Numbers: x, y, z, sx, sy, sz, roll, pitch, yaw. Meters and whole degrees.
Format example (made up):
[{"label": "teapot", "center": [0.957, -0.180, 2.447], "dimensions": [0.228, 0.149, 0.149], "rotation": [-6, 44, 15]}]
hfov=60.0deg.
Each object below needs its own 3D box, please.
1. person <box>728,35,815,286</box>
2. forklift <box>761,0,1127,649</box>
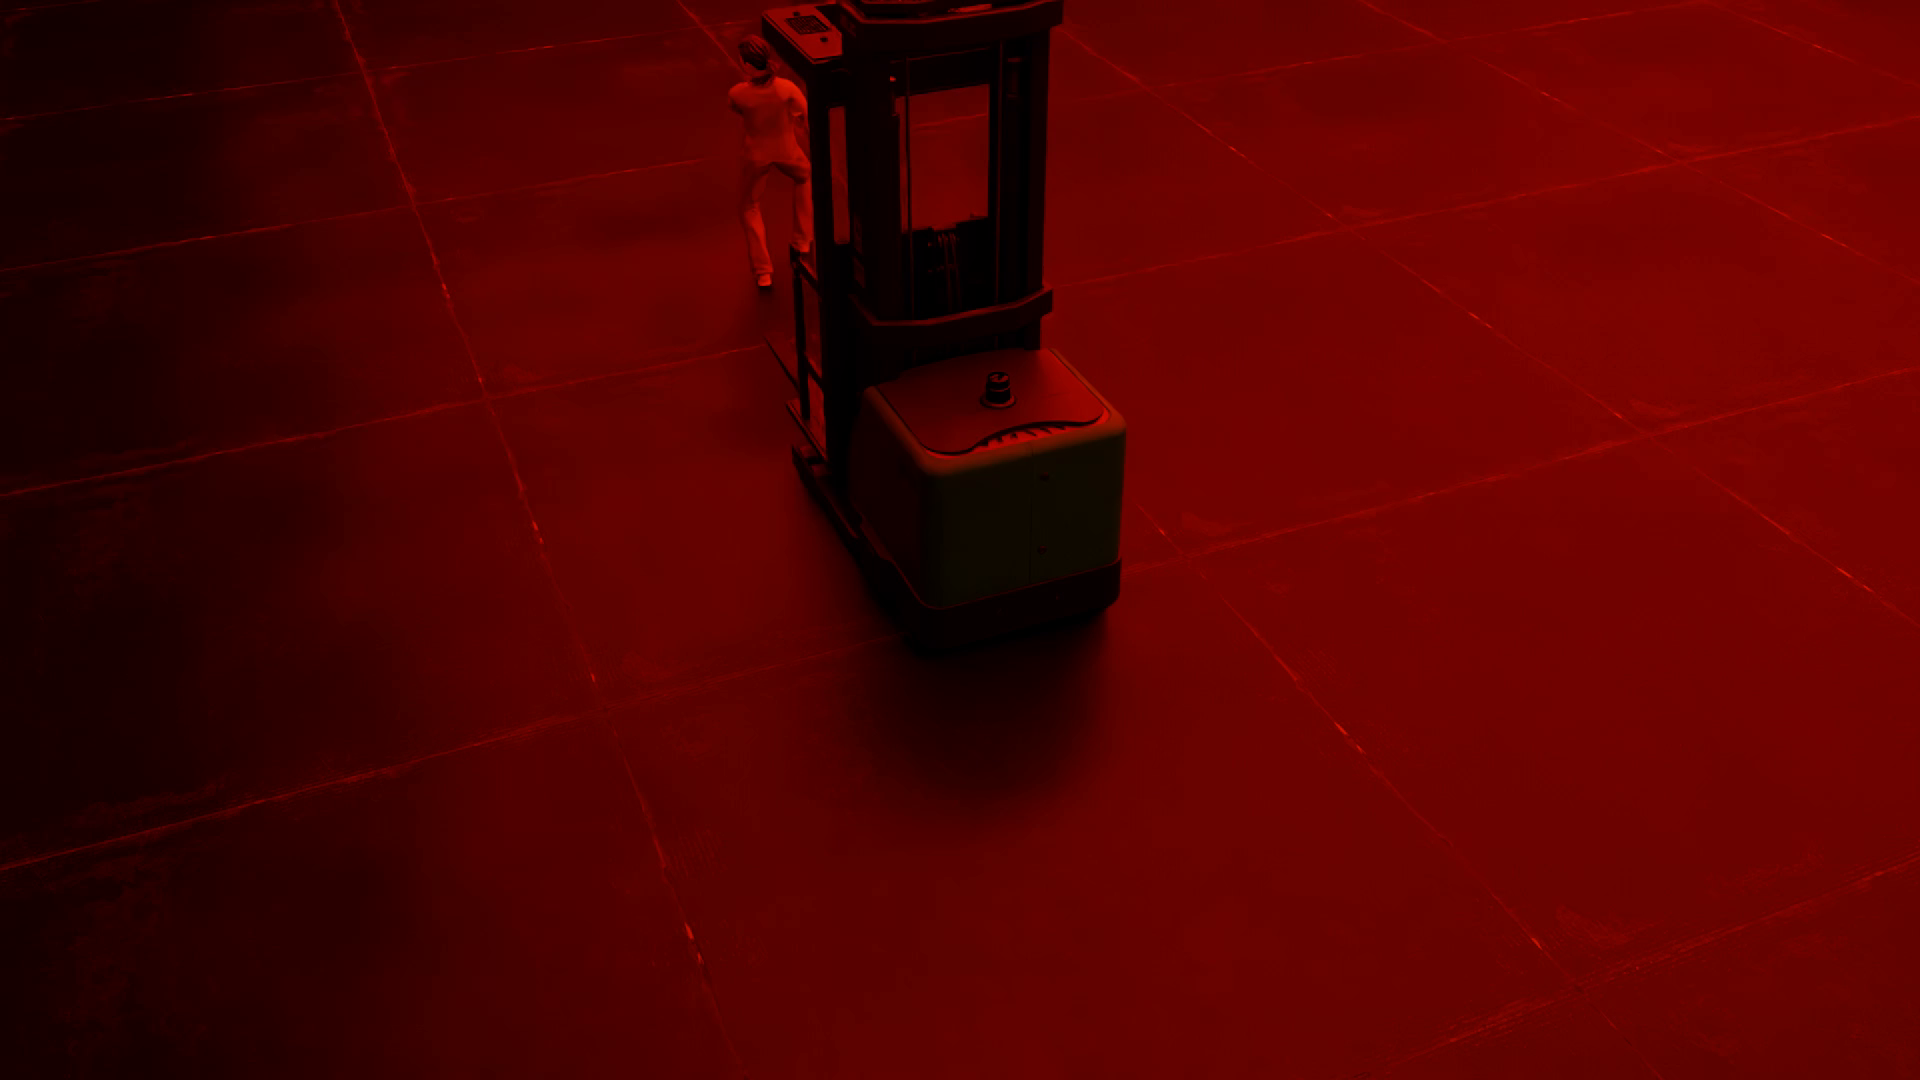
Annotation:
[{"label": "person", "center": [-1.182, -2.532, 10.827], "dimensions": [0.603, 1.585, 0.775], "rotation": [-8, 36, -11]}, {"label": "forklift", "center": [-0.269, -1.530, 8.250], "dimensions": [1.130, 2.935, 3.031], "rotation": [-14, 38, -19]}]
